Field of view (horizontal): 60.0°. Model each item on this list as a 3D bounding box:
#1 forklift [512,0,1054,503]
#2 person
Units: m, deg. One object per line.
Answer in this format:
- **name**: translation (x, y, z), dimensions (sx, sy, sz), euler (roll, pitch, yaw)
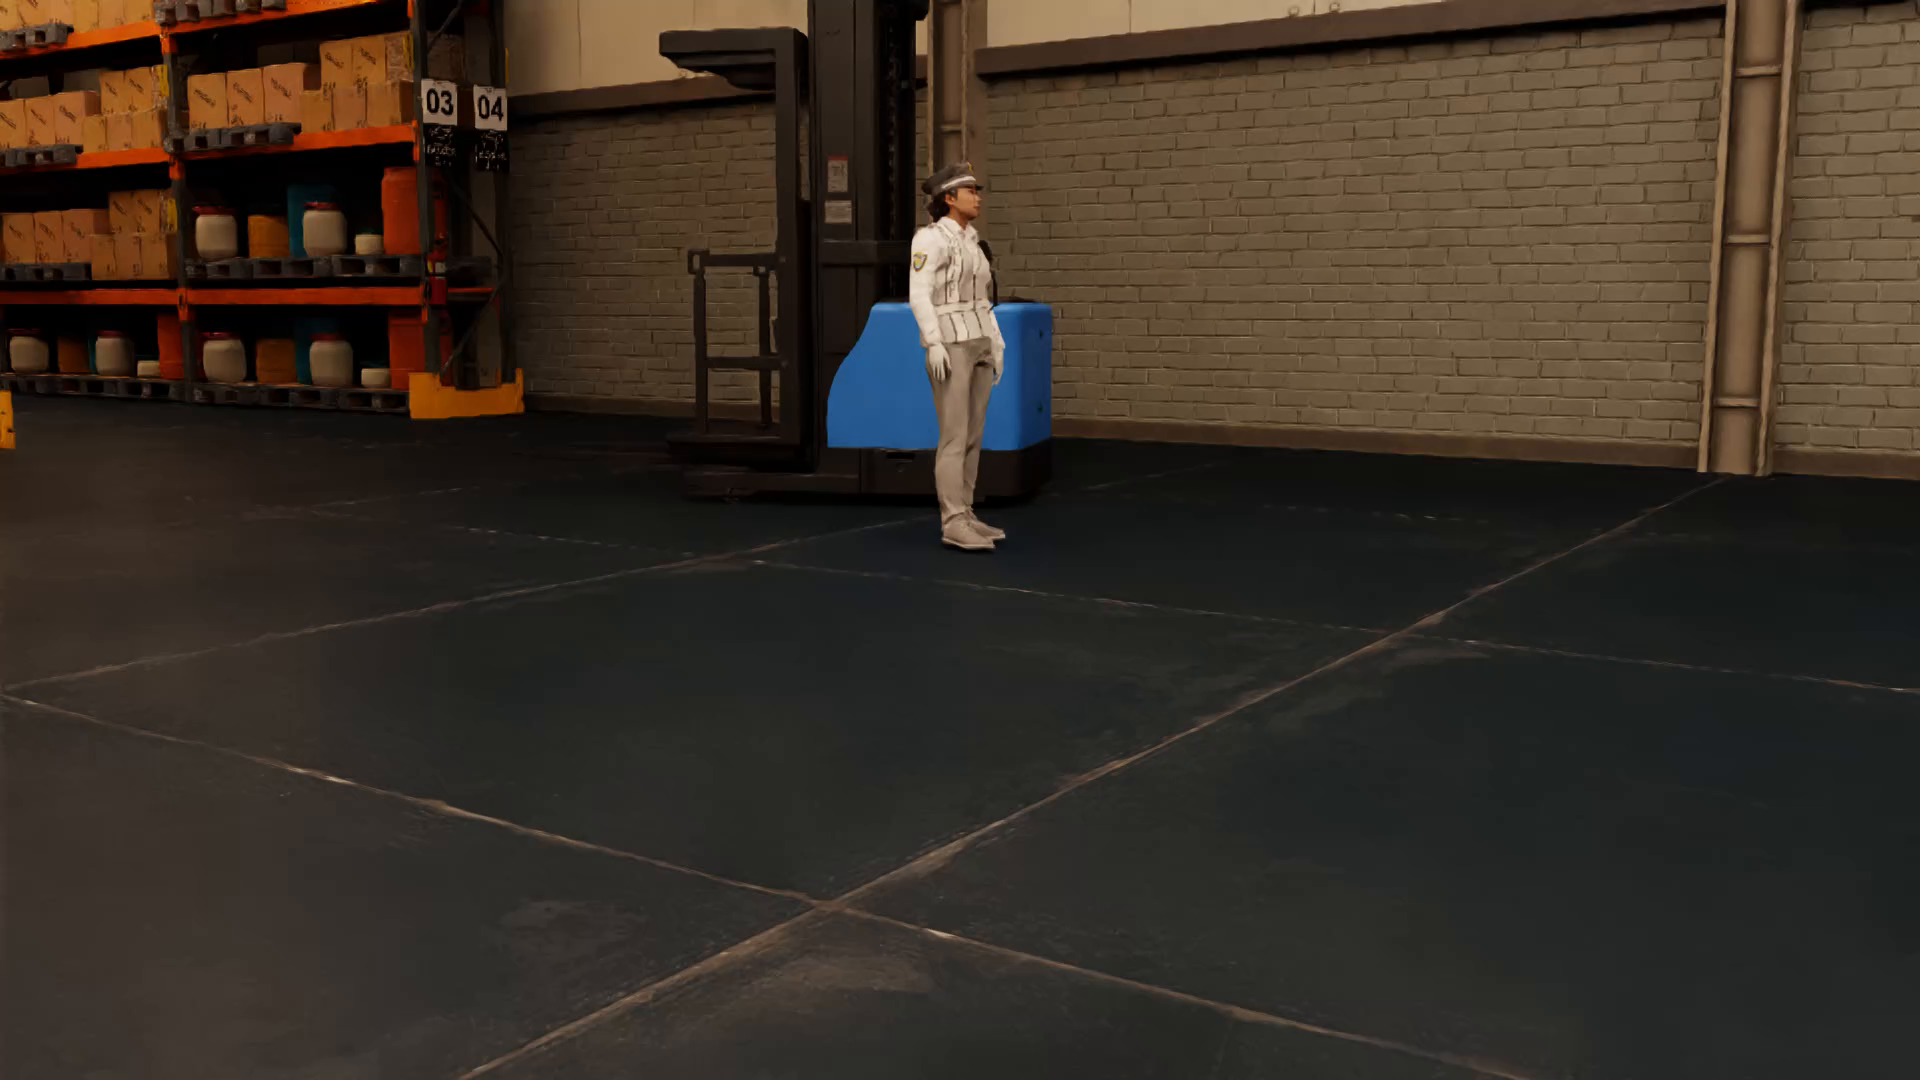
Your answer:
- **forklift**: translation (-1.033, -1.731, 9.364), dimensions (3.031, 2.935, 1.130), euler (2, 8, 14)
- **person**: translation (0.052, -0.840, 7.440), dimensions (0.533, 1.695, 0.586), euler (5, 10, 34)
